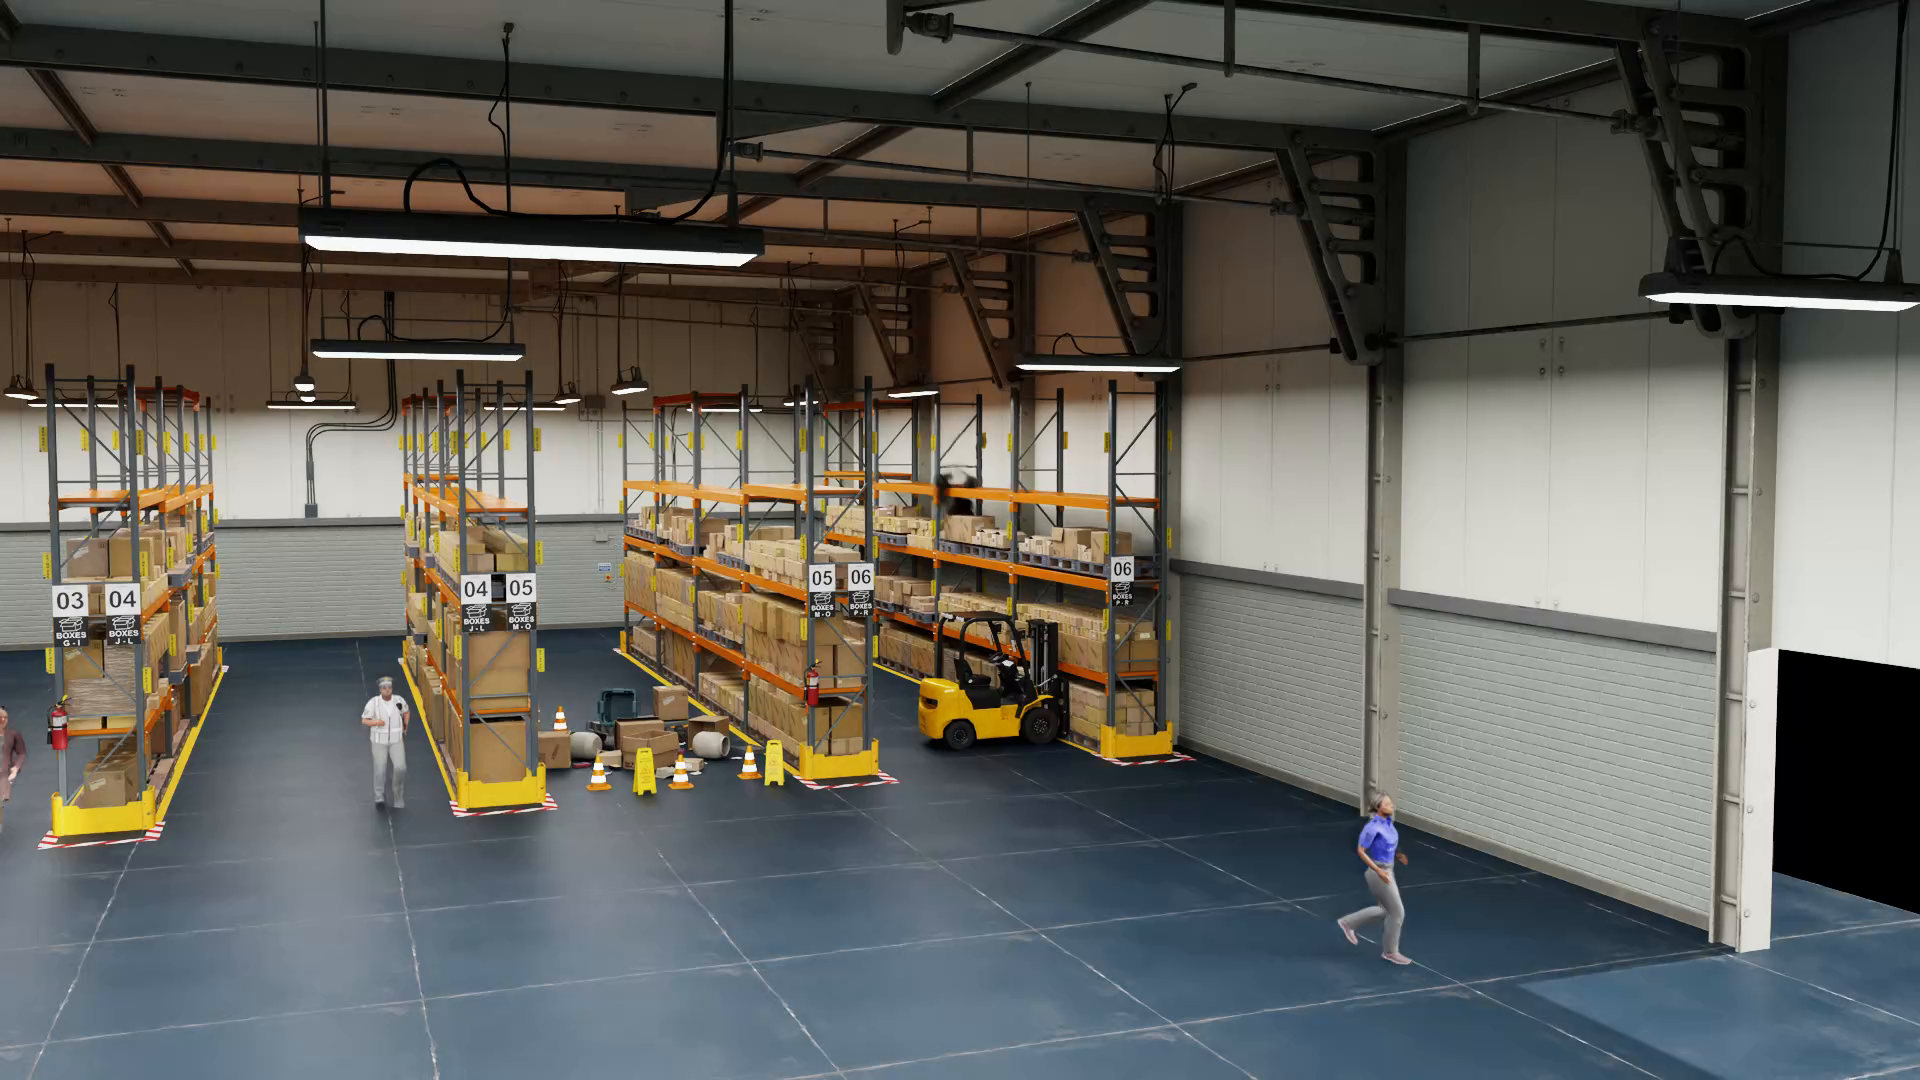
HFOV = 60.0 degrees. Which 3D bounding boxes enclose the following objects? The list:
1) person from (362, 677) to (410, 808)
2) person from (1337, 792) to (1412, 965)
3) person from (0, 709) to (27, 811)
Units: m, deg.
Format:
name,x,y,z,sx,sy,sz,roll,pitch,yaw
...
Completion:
name,x,y,z,sx,sy,sz,roll,pitch,yaw
person,-7.857,2.800,22.828,0.658,1.870,0.680,-2,4,-27
person,4.026,3.255,16.117,0.726,1.649,0.576,2,4,26
person,-11.851,2.947,20.442,0.592,1.729,0.722,3,5,44
